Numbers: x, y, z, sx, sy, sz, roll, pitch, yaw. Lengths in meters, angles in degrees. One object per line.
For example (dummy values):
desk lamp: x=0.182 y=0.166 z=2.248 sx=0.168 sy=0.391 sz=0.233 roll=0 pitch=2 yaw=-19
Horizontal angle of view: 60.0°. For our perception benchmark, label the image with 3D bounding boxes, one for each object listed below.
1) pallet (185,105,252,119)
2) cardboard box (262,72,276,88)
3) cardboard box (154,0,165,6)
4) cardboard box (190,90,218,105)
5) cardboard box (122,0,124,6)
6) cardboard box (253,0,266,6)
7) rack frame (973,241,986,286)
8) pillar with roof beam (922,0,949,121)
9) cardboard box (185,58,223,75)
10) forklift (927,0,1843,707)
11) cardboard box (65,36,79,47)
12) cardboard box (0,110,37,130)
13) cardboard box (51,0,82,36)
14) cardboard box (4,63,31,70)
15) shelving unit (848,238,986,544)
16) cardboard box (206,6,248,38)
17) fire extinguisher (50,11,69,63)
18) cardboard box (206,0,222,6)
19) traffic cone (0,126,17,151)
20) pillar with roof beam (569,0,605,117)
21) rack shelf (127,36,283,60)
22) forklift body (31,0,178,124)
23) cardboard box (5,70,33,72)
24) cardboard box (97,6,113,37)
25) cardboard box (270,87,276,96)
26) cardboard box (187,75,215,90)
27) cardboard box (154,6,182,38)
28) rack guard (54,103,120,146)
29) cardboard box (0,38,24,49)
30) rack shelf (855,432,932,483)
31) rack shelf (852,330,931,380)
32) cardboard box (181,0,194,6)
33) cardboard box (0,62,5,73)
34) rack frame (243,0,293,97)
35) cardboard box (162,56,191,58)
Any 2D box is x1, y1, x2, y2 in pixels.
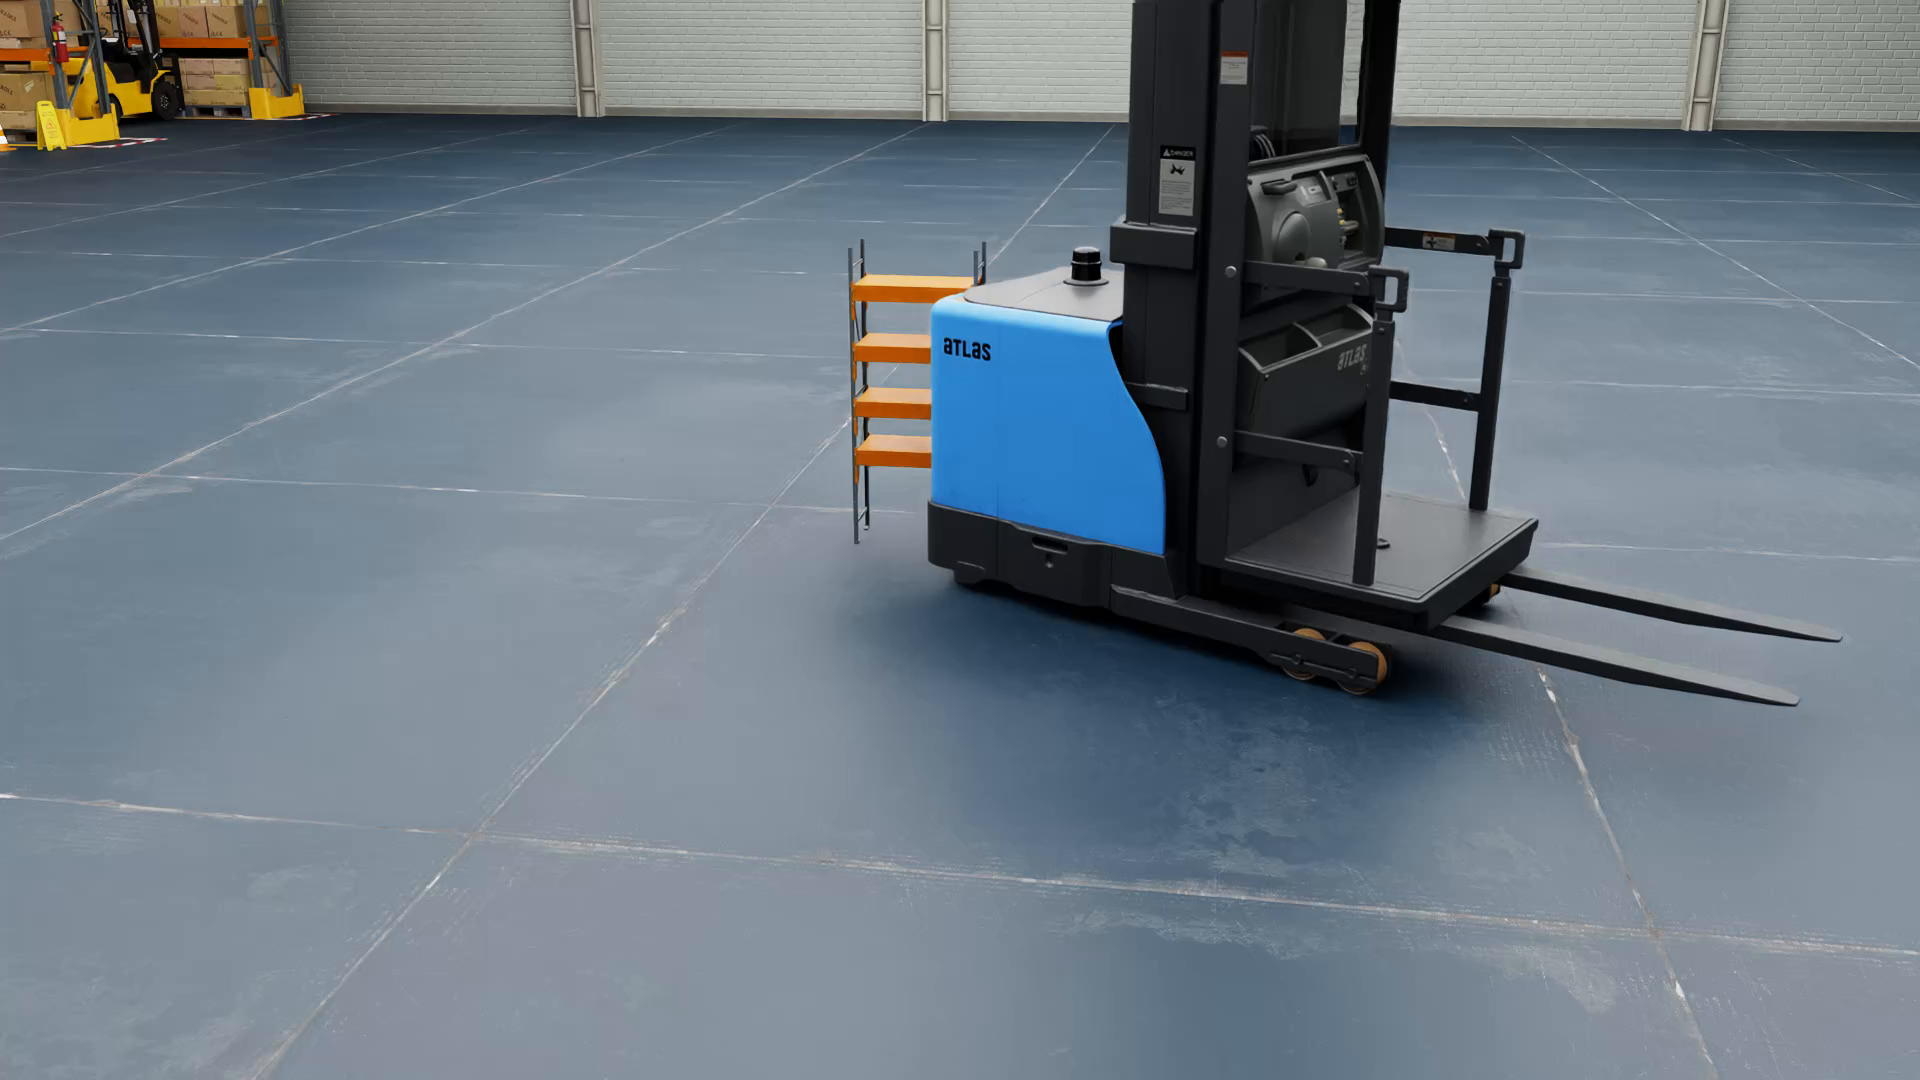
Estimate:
pallet: x=-12.467 y=-7.392 z=28.562 sx=1.213 sy=0.211 sz=1.003 roll=3 pitch=19 yaw=9
cardboard box: x=-12.137 y=-7.910 z=28.600 sx=0.500 sy=0.250 sz=0.500 roll=3 pitch=19 yaw=10
cardboard box: x=-13.362 y=-9.030 z=27.885 sx=0.250 sy=0.149 sz=0.380 roll=3 pitch=19 yaw=9
cardboard box: x=-12.709 y=-7.537 z=28.272 sx=0.500 sy=0.250 sz=0.500 roll=3 pitch=19 yaw=9
cardboard box: x=-14.122 y=-9.073 z=28.013 sx=0.250 sy=0.149 sz=0.380 roll=2 pitch=19 yaw=7
cardboard box: x=-11.999 y=-9.142 z=28.219 sx=0.250 sy=0.149 sz=0.380 roll=2 pitch=19 yaw=7
rack frame: x=0.077 y=-0.565 z=6.601 sx=0.015 sy=1.200 sz=0.240 roll=3 pitch=19 yaw=9
pillar with roof beam: x=-1.085 y=-9.899 z=22.205 sx=0.400 sy=9.000 sz=9.100 roll=3 pitch=19 yaw=9
cardboard box: x=-12.714 y=-8.008 z=28.104 sx=0.500 sy=0.250 sz=0.500 roll=3 pitch=19 yaw=10
forklift: x=1.359 y=-1.085 z=5.427 sx=3.031 sy=2.935 sz=1.130 roll=13 pitch=23 yaw=35
cardboard box: x=-12.791 y=-7.096 z=23.681 sx=0.250 sy=0.149 sz=0.380 roll=3 pitch=19 yaw=9
cardboard box: x=-13.353 y=-5.986 z=23.639 sx=0.500 sy=0.250 sz=0.500 roll=3 pitch=19 yaw=8
cardboard box: x=-12.913 y=-7.433 z=23.664 sx=0.500 sy=0.500 sz=0.500 roll=3 pitch=19 yaw=8
cardboard box: x=-16.172 y=-7.986 z=29.024 sx=0.625 sy=0.625 sz=0.875 roll=4 pitch=19 yaw=11
shelving unit: x=-0.163 y=-0.577 z=6.638 sx=0.503 sy=1.200 sz=0.258 roll=3 pitch=19 yaw=9
cardboard box: x=-12.233 y=-8.679 z=27.856 sx=0.500 sy=0.500 sz=0.500 roll=3 pitch=19 yaw=7
fire extinguisher: x=-12.449 y=-6.947 z=22.959 sx=0.183 sy=0.674 sz=0.296 roll=3 pitch=19 yaw=9
cardboard box: x=-12.349 y=-8.977 z=27.726 sx=0.250 sy=0.149 sz=0.380 roll=3 pitch=19 yaw=10
traffic cone: x=-13.118 y=-5.548 z=22.655 sx=0.334 sy=0.463 sz=0.336 roll=3 pitch=19 yaw=9
pillar with roof beam: x=-7.009 y=-10.201 z=23.107 sx=0.400 sy=9.000 sz=9.100 roll=3 pitch=19 yaw=9
rack shelf: x=-13.680 y=-8.448 z=28.459 sx=4.000 sy=0.370 sz=1.077 roll=3 pitch=19 yaw=9
forklift body: x=-13.867 y=-7.810 z=26.756 sx=1.214 sy=2.155 sz=2.313 roll=3 pitch=19 yaw=9
cardboard box: x=-13.782 y=-6.538 z=24.104 sx=0.500 sy=0.500 sz=0.500 roll=2 pitch=19 yaw=7
cardboard box: x=-14.241 y=-8.787 z=28.181 sx=0.500 sy=0.500 sz=0.500 roll=3 pitch=19 yaw=8
cardboard box: x=-12.159 y=-7.670 z=28.671 sx=0.500 sy=0.250 sz=0.500 roll=3 pitch=19 yaw=9
cardboard box: x=-12.729 y=-7.776 z=28.200 sx=0.500 sy=0.250 sz=0.500 roll=3 pitch=19 yaw=8
cardboard box: x=-13.250 y=-8.733 z=28.020 sx=0.500 sy=0.500 sz=0.500 roll=3 pitch=19 yaw=8
rack guard: x=-12.564 y=-5.952 z=23.804 sx=0.348 sy=0.500 sz=1.175 roll=3 pitch=19 yaw=9
cardboard box: x=-13.160 y=-6.944 z=23.226 sx=0.250 sy=0.149 sz=0.380 roll=3 pitch=19 yaw=8
rack shelf: x=-0.163 y=-0.325 z=6.722 sx=0.480 sy=0.148 sz=0.258 roll=3 pitch=19 yaw=9
rack shelf: x=-0.163 y=-0.726 z=6.588 sx=0.480 sy=0.148 sz=0.258 roll=3 pitch=19 yaw=9
cardboard box: x=-12.838 y=-9.025 z=27.870 sx=0.250 sy=0.149 sz=0.380 roll=3 pitch=19 yaw=8
cardboard box: x=-13.694 y=-6.648 z=23.412 sx=0.250 sy=0.149 sz=0.380 roll=3 pitch=19 yaw=10
rack frame: x=-11.705 y=-8.689 z=28.044 sx=0.127 sy=3.000 sz=1.000 roll=3 pitch=19 yaw=9
cardboard box: x=-13.641 y=-8.222 z=28.745 sx=0.500 sy=0.250 sz=0.500 roll=3 pitch=19 yaw=8
